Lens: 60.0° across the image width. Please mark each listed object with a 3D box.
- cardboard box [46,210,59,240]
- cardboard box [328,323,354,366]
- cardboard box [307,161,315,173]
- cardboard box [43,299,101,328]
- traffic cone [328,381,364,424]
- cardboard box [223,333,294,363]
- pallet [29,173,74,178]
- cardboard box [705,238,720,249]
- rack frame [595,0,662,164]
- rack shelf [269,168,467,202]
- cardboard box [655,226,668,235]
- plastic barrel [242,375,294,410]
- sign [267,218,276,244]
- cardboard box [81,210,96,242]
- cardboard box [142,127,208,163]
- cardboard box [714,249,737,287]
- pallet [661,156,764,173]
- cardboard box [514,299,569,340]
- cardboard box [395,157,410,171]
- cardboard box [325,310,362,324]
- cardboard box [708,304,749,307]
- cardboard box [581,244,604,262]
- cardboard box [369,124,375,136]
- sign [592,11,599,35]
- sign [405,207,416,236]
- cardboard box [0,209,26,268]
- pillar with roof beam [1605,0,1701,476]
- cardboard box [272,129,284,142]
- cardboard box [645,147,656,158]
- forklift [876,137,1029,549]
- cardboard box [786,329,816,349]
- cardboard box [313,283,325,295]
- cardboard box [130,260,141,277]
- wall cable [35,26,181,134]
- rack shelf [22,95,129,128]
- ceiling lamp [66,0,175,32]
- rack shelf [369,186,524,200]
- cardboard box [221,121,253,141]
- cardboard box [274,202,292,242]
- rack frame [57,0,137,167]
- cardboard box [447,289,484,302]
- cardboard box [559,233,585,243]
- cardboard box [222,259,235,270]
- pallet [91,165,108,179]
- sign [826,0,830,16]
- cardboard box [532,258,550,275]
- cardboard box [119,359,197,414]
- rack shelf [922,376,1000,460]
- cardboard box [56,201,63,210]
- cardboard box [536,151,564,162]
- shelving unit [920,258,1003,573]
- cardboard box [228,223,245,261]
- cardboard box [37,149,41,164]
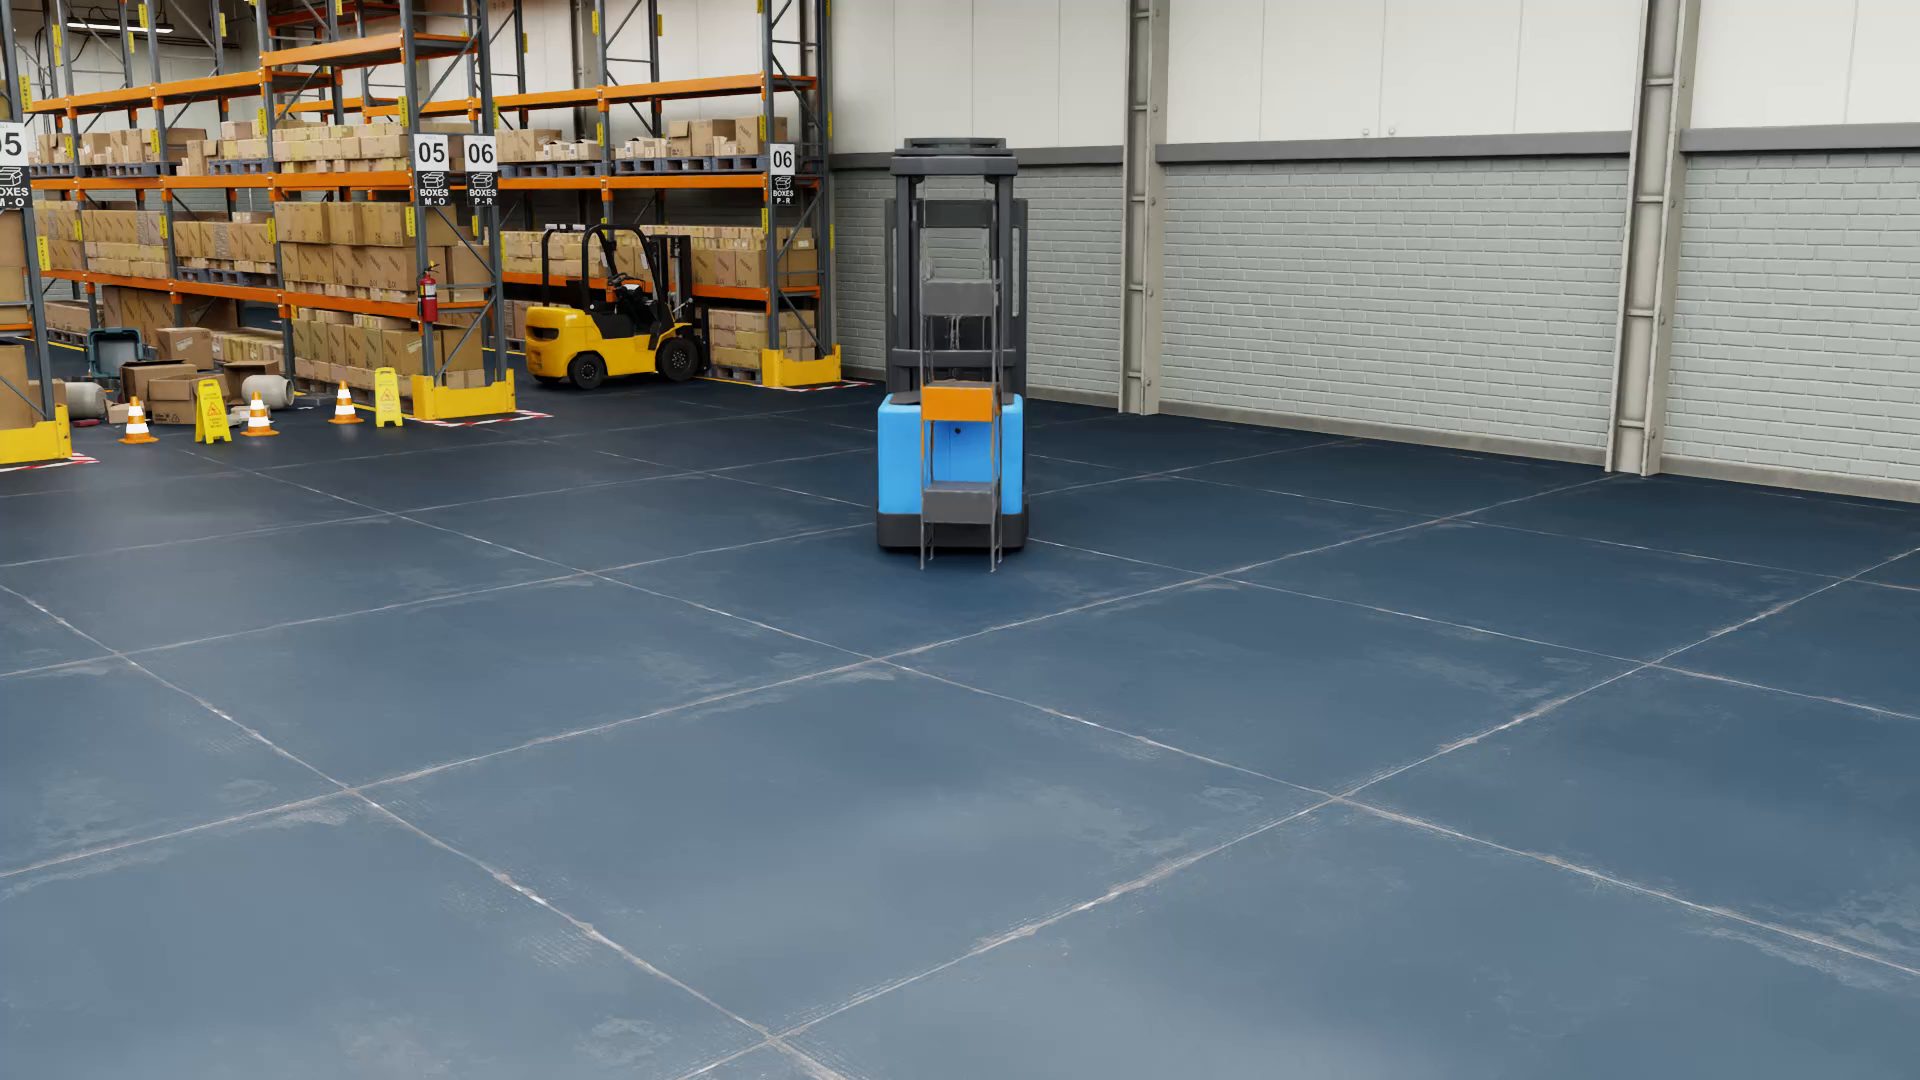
[{"bbox_3d":[-15.290,-5.407,28.498,0.500,0.500,0.500,-11,16,-42],"label":"cardboard box"},{"bbox_3d":[-7.589,-2.473,20.894,0.500,0.500,0.500,-10,15,-40],"label":"cardboard box"},{"bbox_3d":[-7.963,-4.680,20.883,0.380,0.149,0.250,-10,15,-41],"label":"cardboard box"},{"bbox_3d":[-16.295,-4.142,30.392,0.875,0.438,0.875,11,16,43],"label":"cardboard box"},{"bbox_3d":[-7.004,-1.579,18.930,0.336,0.463,0.334,-11,16,-43],"label":"traffic cone"},{"bbox_3d":[-9.881,-2.723,23.666,0.950,0.372,0.625,-10,15,-41],"label":"cardboard box"},{"bbox_3d":[-16.304,-6.593,29.764,1.003,0.211,1.213,-11,16,-43],"label":"pallet"},{"bbox_3d":[-3.343,-4.159,23.309,0.250,0.149,0.380,11,16,43],"label":"cardboard box"},{"bbox_3d":[-4.949,-7.153,24.830,1.000,3.000,0.127,-11,16,-43],"label":"rack frame"},{"bbox_3d":[-7.155,-4.347,20.428,1.077,0.370,4.000,-11,16,-43],"label":"rack shelf"},{"bbox_3d":[-4.213,-4.492,24.187,0.380,0.149,0.250,-11,16,-43],"label":"cardboard box"},{"bbox_3d":[-8.295,-1.767,19.941,0.512,0.421,0.421,-1,12,-4],"label":"plastic barrel"},{"bbox_3d":[-8.935,-4.012,21.581,0.100,0.325,0.005,-11,16,-43],"label":"sign"},{"bbox_3d":[-13.965,-5.124,27.125,0.500,0.500,0.500,-11,16,-42],"label":"cardboard box"},{"bbox_3d":[-11.668,-5.866,24.718,0.637,0.503,0.797,11,16,42],"label":"cardboard box"},{"bbox_3d":[-3.068,-3.792,23.136,0.500,0.500,0.500,-10,15,-41],"label":"cardboard box"},{"bbox_3d":[-3.503,-5.342,23.691,1.003,0.211,1.213,-11,16,-43],"label":"pallet"},{"bbox_3d":[-6.834,-3.654,27.557,0.875,0.625,0.625,-10,15,-41],"label":"cardboard box"},{"bbox_3d":[-6.223,-4.298,19.028,0.380,0.149,0.250,-11,16,-42],"label":"cardboard box"},{"bbox_3d":[-7.737,-2.802,20.888,0.380,0.149,0.250,-10,15,-39],"label":"cardboard box"},{"bbox_3d":[-3.416,-3.299,24.285,0.500,0.250,0.500,-11,16,-44],"label":"cardboard box"},{"bbox_3d":[-5.473,-4.422,25.575,0.500,0.250,0.500,-11,16,-44],"label":"cardboard box"},{"bbox_3d":[-6.699,-4.805,19.515,0.380,0.149,0.250,-11,16,-42],"label":"cardboard box"},{"bbox_3d":[-5.333,-7.572,24.352,0.100,0.325,0.005,-11,16,-43],"label":"sign"},{"bbox_3d":[-6.189,-3.586,18.732,0.100,0.325,0.005,-11,16,-43],"label":"sign"},{"bbox_3d":[-9.513,-2.896,15.987,0.875,0.550,0.550,-11,16,-43],"label":"cardboard box"},{"bbox_3d":[3.158,-4.445,11.687,9.100,9.000,0.400,-11,16,-43],"label":"pillar with roof beam"},{"bbox_3d":[-8.555,-5.168,21.274,0.380,0.149,0.250,-11,16,-44],"label":"cardboard box"},{"bbox_3d":[-4.328,-5.596,24.038,0.380,0.149,0.250,-10,15,-41],"label":"cardboard box"},{"bbox_3d":[-0.021,-1.618,13.003,1.130,2.935,3.031,0,12,2],"label":"forklift"},{"bbox_3d":[-2.361,-2.832,23.260,0.500,0.250,0.500,-11,16,-42],"label":"cardboard box"},{"bbox_3d":[-7.988,-3.204,21.150,0.380,0.149,0.250,-10,15,-41],"label":"cardboard box"},{"bbox_3d":[-12.536,-4.219,25.825,0.500,0.250,0.500,-11,16,-43],"label":"cardboard box"},{"bbox_3d":[-18.369,-9.508,36.170,2.988,3.039,0.133,-11,16,-43],"label":"wall cable"},{"bbox_3d":[-15.442,-7.372,28.667,1.077,0.370,4.000,-11,16,-43],"label":"rack shelf"},{"bbox_3d":[-16.771,-11.830,33.065,2.000,3.185,0.800,-11,16,-43],"label":"ceiling lamp"},{"bbox_3d":[-9.093,-6.207,29.455,1.077,0.370,4.000,-11,16,-43],"label":"rack shelf"},{"bbox_3d":[-9.749,-5.581,22.727,0.500,0.250,0.500,-11,16,-42],"label":"cardboard box"},{"bbox_3d":[-8.389,-4.112,21.476,0.700,0.500,0.500,-11,16,-43],"label":"cardboard box"},{"bbox_3d":[-14.061,-7.628,27.137,1.000,3.000,0.127,-11,16,-43],"label":"rack frame"},{"bbox_3d":[-5.859,-2.894,19.648,0.380,0.149,0.250,-11,16,-42],"label":"cardboard box"},{"bbox_3d":[-6.081,-4.745,26.156,0.250,0.149,0.380,11,16,44],"label":"cardboard box"},{"bbox_3d":[-10.128,-3.873,23.358,0.380,0.149,0.250,-10,15,-41],"label":"cardboard box"},{"bbox_3d":[-13.392,-5.939,26.843,1.217,0.209,0.805,11,16,43],"label":"pallet"},{"bbox_3d":[-1.781,-7.181,22.257,0.100,0.325,0.005,-11,16,-43],"label":"sign"},{"bbox_3d":[-6.520,-4.402,26.716,0.500,0.250,0.500,-10,15,-41],"label":"cardboard box"},{"bbox_3d":[-9.470,-1.821,19.669,0.797,0.637,0.503,-11,16,-43],"label":"cardboard box"},{"bbox_3d":[0.014,-0.837,11.335,0.480,0.518,0.431,2,12,9],"label":"rack shelf"},{"bbox_3d":[-15.159,-5.704,28.332,0.380,0.149,0.250,-11,16,-43],"label":"cardboard box"},{"bbox_3d":[-6.461,-6.046,26.225,0.380,0.149,0.250,-11,16,-43],"label":"cardboard box"},{"bbox_3d":[0.014,-0.850,11.333,0.503,2.100,0.431,2,12,9],"label":"shelving unit"},{"bbox_3d":[-9.717,-4.107,22.885,0.500,0.500,0.500,-10,15,-41],"label":"cardboard box"},{"bbox_3d":[-15.826,-6.729,29.136,0.500,0.311,0.500,-11,16,-42],"label":"cardboard box"}]
